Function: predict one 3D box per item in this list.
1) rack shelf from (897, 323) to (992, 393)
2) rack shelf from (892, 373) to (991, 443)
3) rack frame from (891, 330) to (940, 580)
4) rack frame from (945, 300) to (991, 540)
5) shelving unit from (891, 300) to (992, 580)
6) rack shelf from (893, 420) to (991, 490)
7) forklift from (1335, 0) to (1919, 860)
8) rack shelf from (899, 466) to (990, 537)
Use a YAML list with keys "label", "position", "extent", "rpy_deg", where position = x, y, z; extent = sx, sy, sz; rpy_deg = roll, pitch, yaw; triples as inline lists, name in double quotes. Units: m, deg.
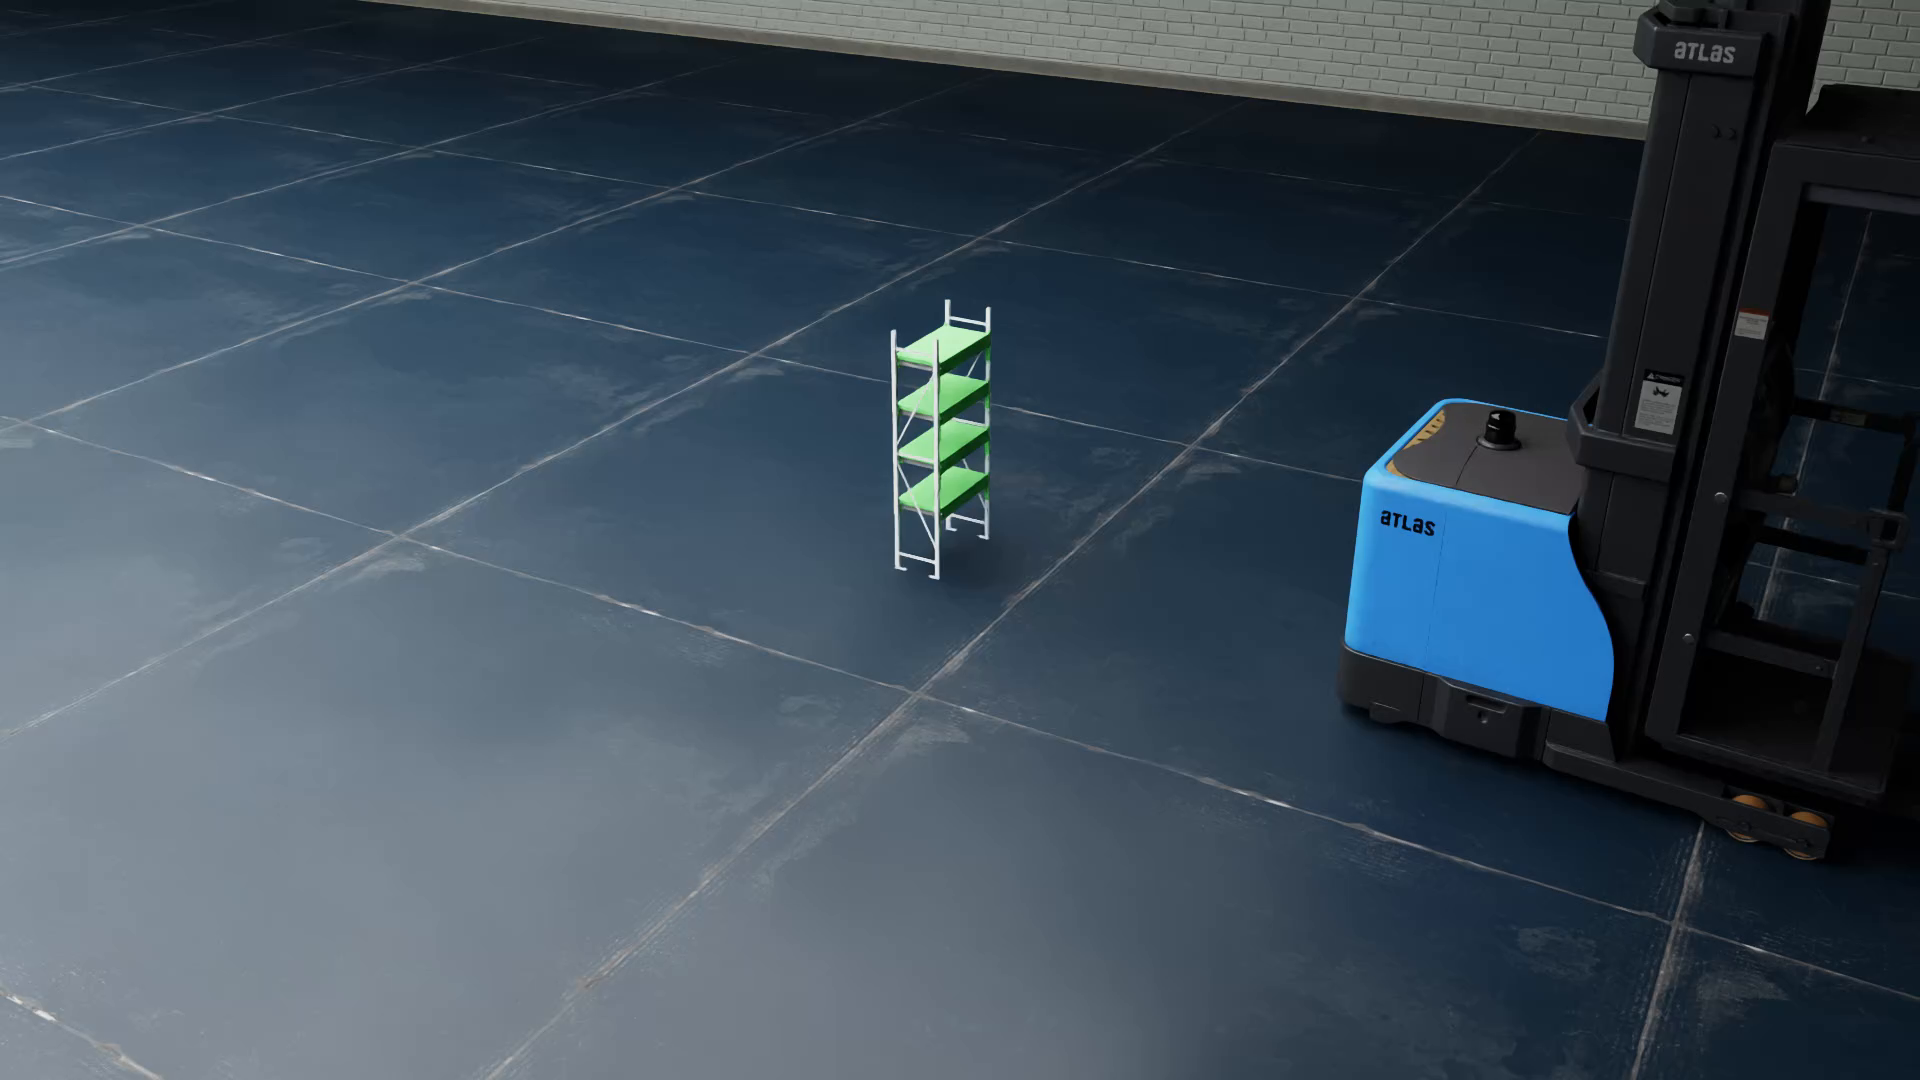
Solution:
- label: "rack shelf"
  position: [-0.081, -0.844, 7.666]
  extent: [0.258, 0.148, 0.480]
  rpy_deg: [14, 30, 26]
- label: "rack shelf"
  position: [-0.081, -0.629, 7.774]
  extent: [0.258, 0.148, 0.480]
  rpy_deg: [14, 30, 26]
- label: "rack frame"
  position: [-0.201, -0.377, 7.663]
  extent: [0.240, 1.200, 0.015]
  rpy_deg: [14, 30, 26]
- label: "rack frame"
  position: [0.039, -0.567, 8.043]
  extent: [0.240, 1.200, 0.015]
  rpy_deg: [14, 30, 26]
- label: "shelving unit"
  position: [-0.081, -0.472, 7.853]
  extent: [0.258, 1.200, 0.503]
  rpy_deg: [14, 30, 26]
- label: "rack shelf"
  position: [-0.081, -0.415, 7.881]
  extent: [0.258, 0.148, 0.480]
  rpy_deg: [14, 30, 26]
- label: "forklift"
  position: [3.061, -0.437, 5.848]
  extent: [3.031, 2.935, 1.130]
  rpy_deg: [16, 31, 29]
- label: "rack shelf"
  position: [-0.081, -0.200, 7.989]
  extent: [0.258, 0.148, 0.480]
  rpy_deg: [14, 30, 26]
